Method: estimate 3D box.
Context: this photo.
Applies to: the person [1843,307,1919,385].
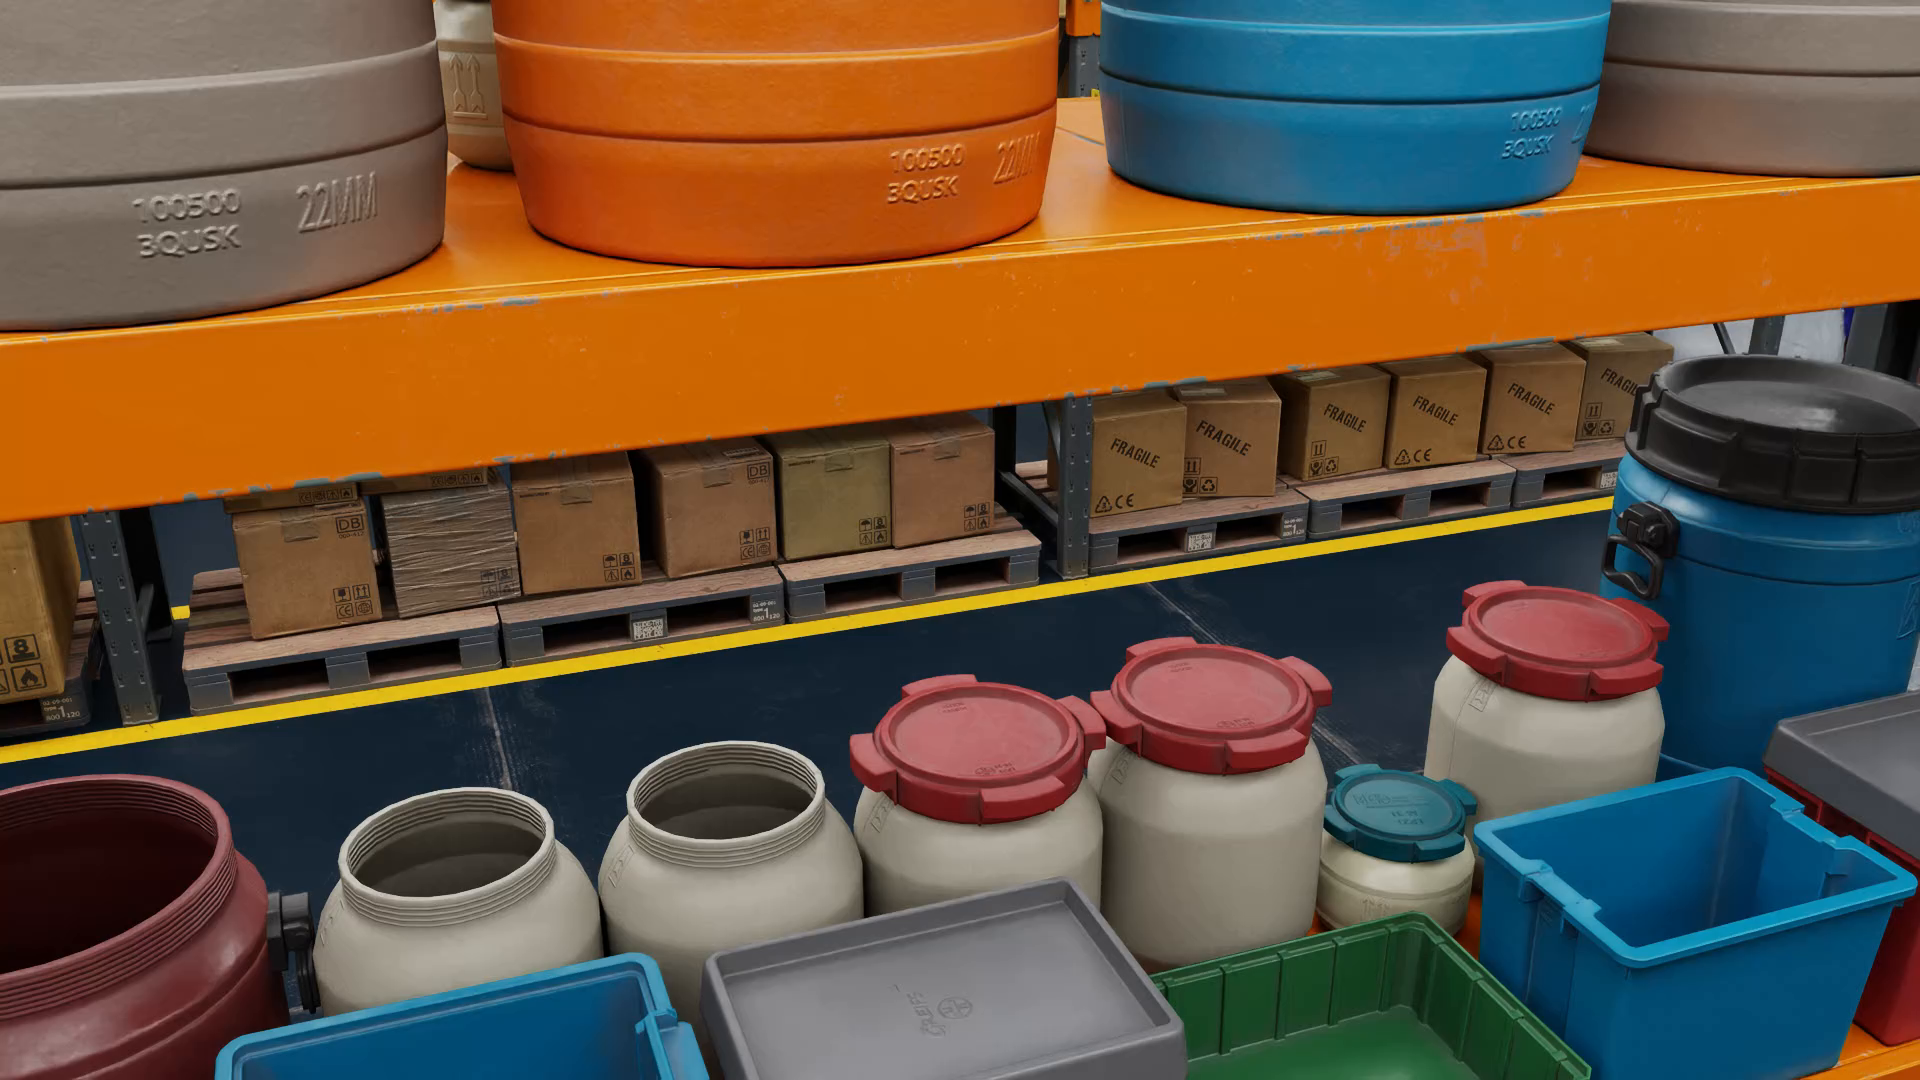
[{"bbox_3d":[4.116,-0.557,7.488,0.530,1.722,0.435,-15,27,-32],"label":"person"}]
